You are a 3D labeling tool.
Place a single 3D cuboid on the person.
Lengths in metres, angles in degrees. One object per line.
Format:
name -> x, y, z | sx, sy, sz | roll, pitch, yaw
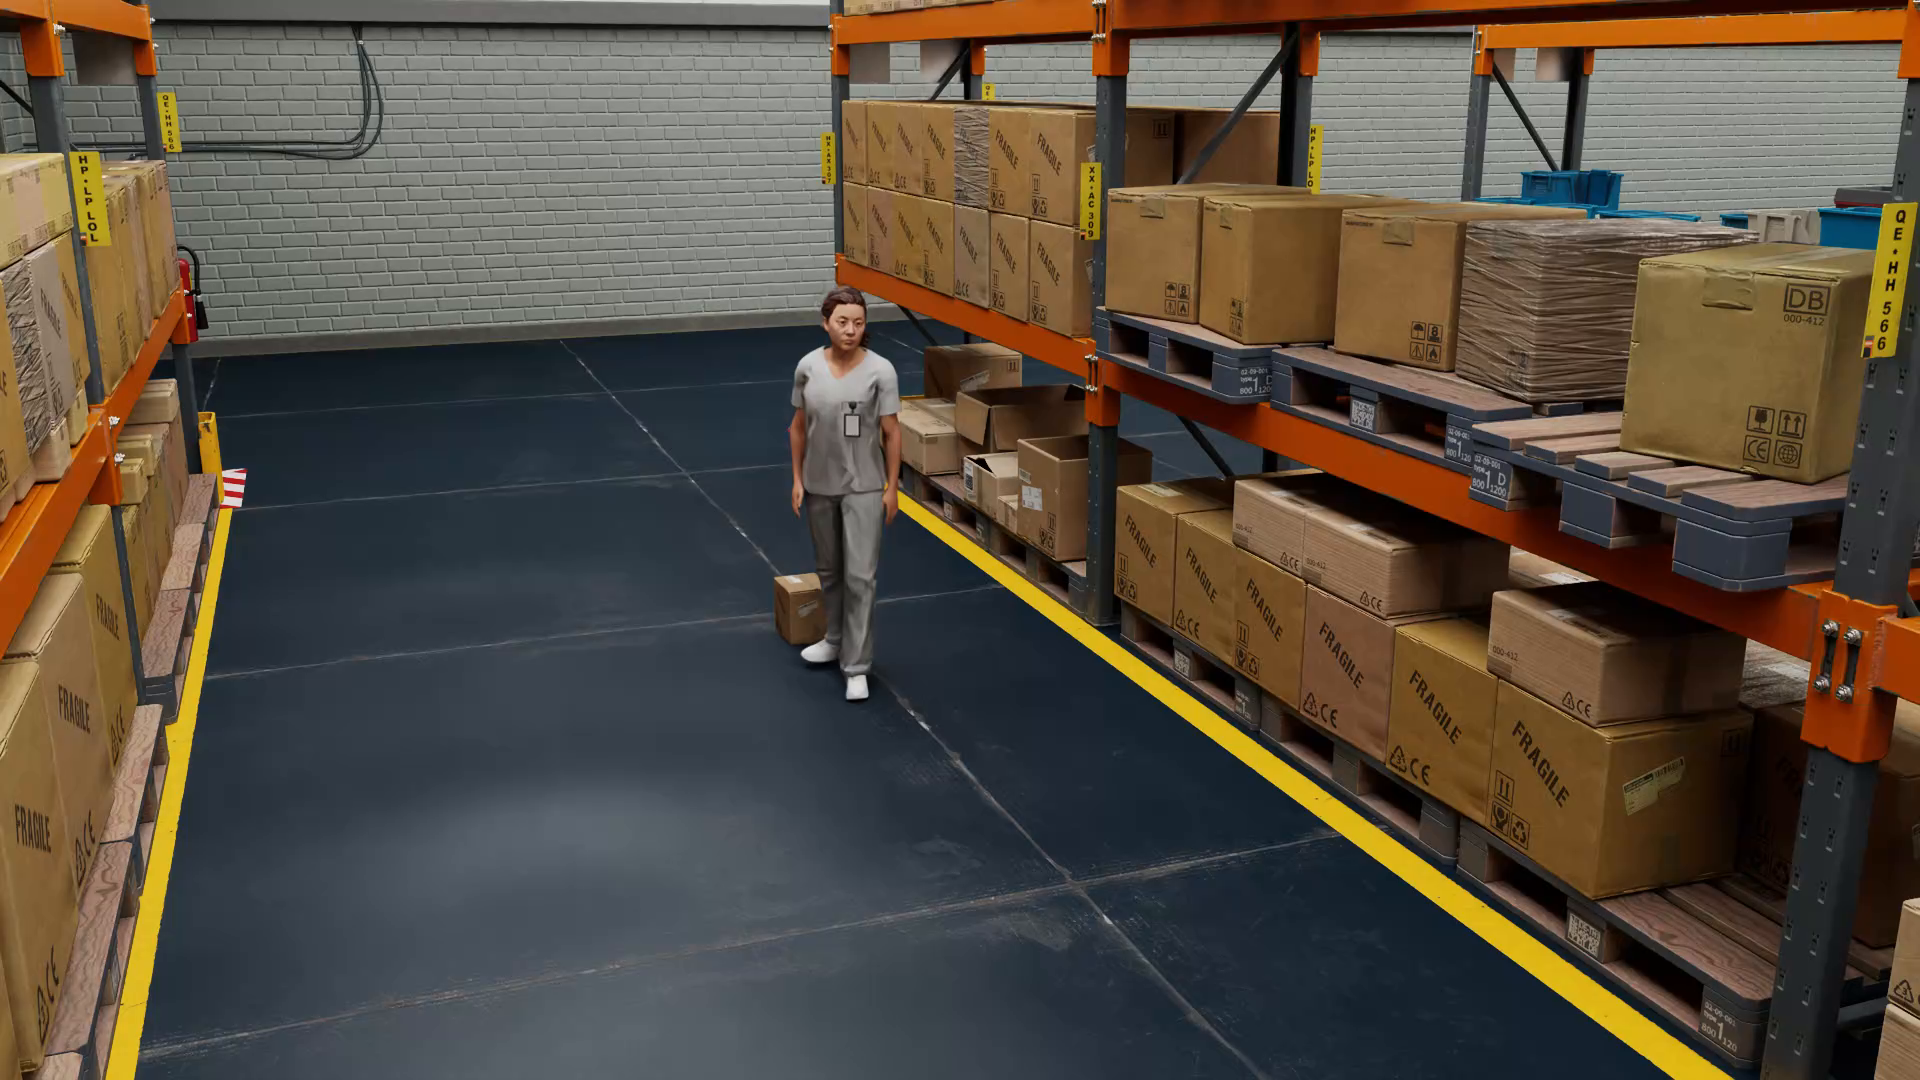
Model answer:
person -> -0.470, -0.215, 6.812 | 0.484, 1.661, 0.568 | 4, 16, 15
